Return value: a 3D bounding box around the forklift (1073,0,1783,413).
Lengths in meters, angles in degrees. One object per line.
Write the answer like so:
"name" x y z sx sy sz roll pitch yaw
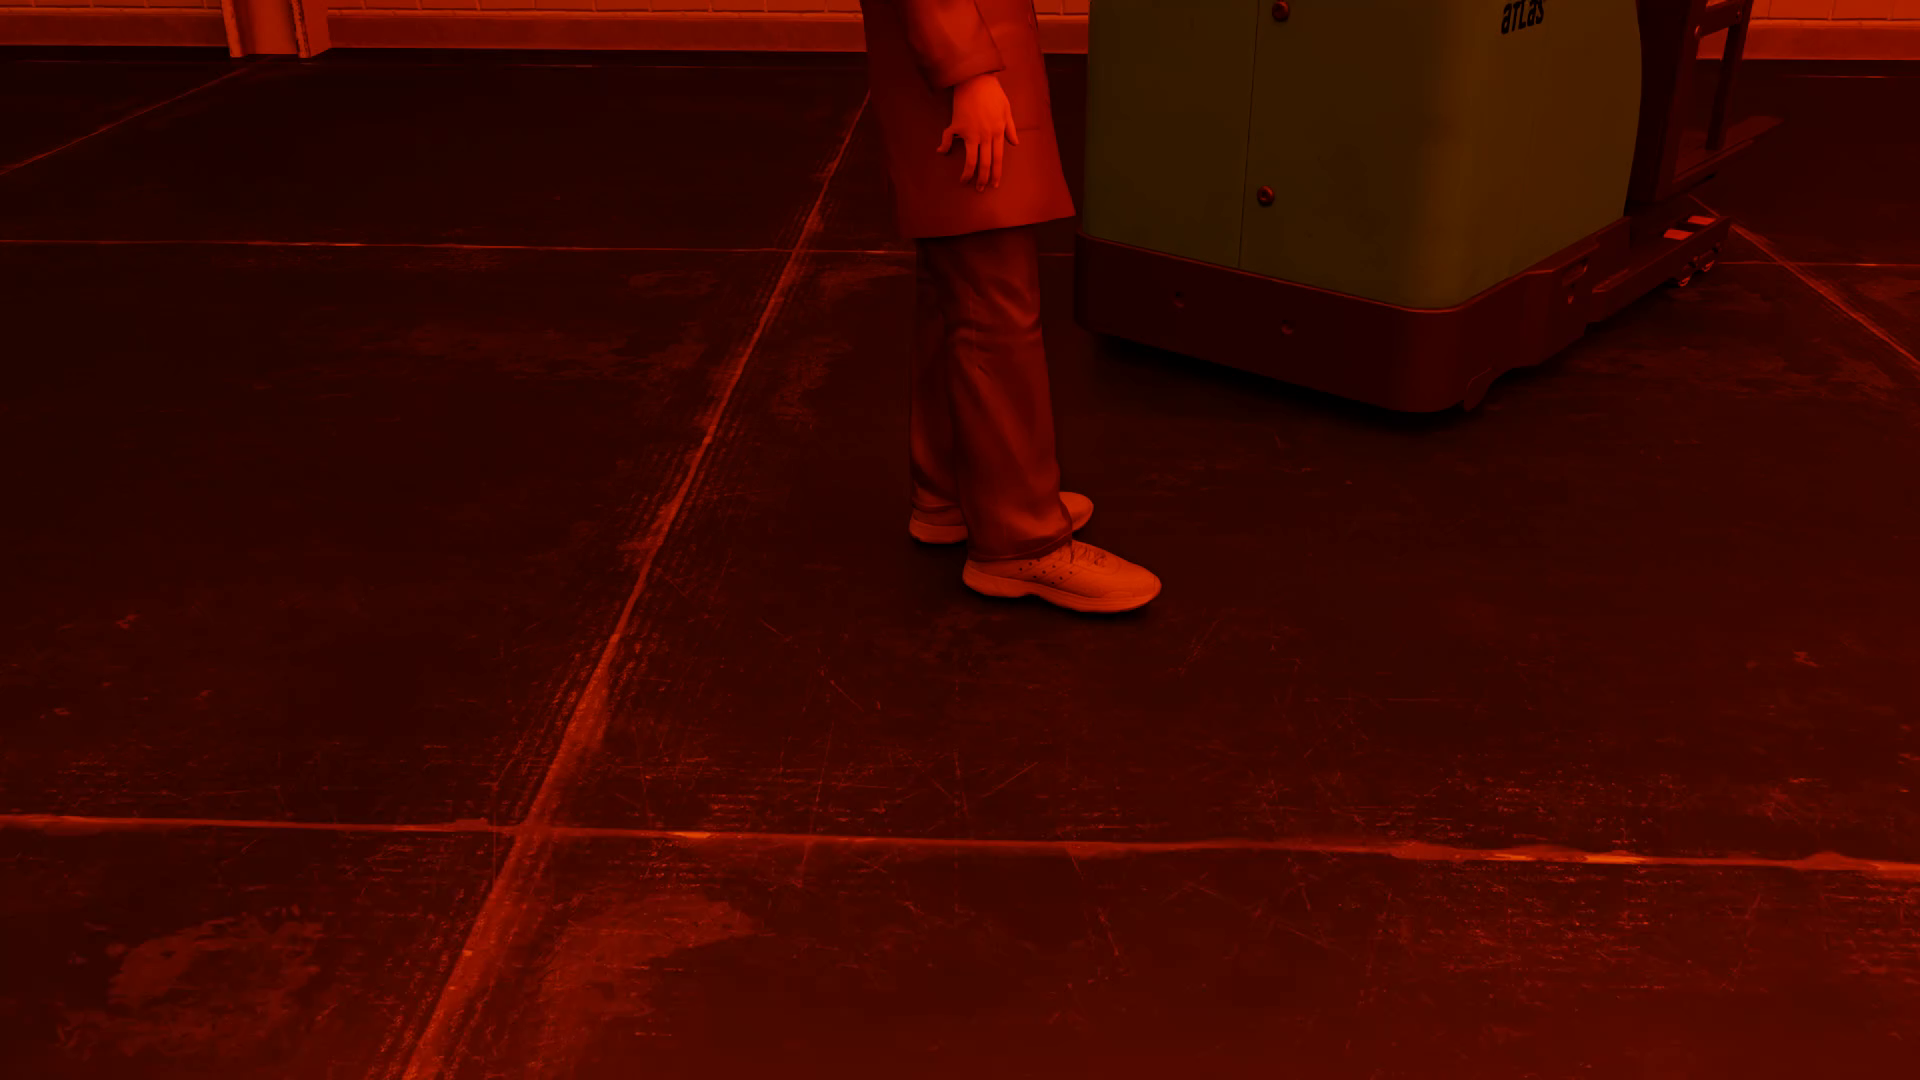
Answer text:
"forklift" 1.635 -2.175 4.430 1.130 2.935 3.031 21 33 36

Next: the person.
"person" 0.092 -0.800 2.929 0.579 1.777 0.696 1 26 2
